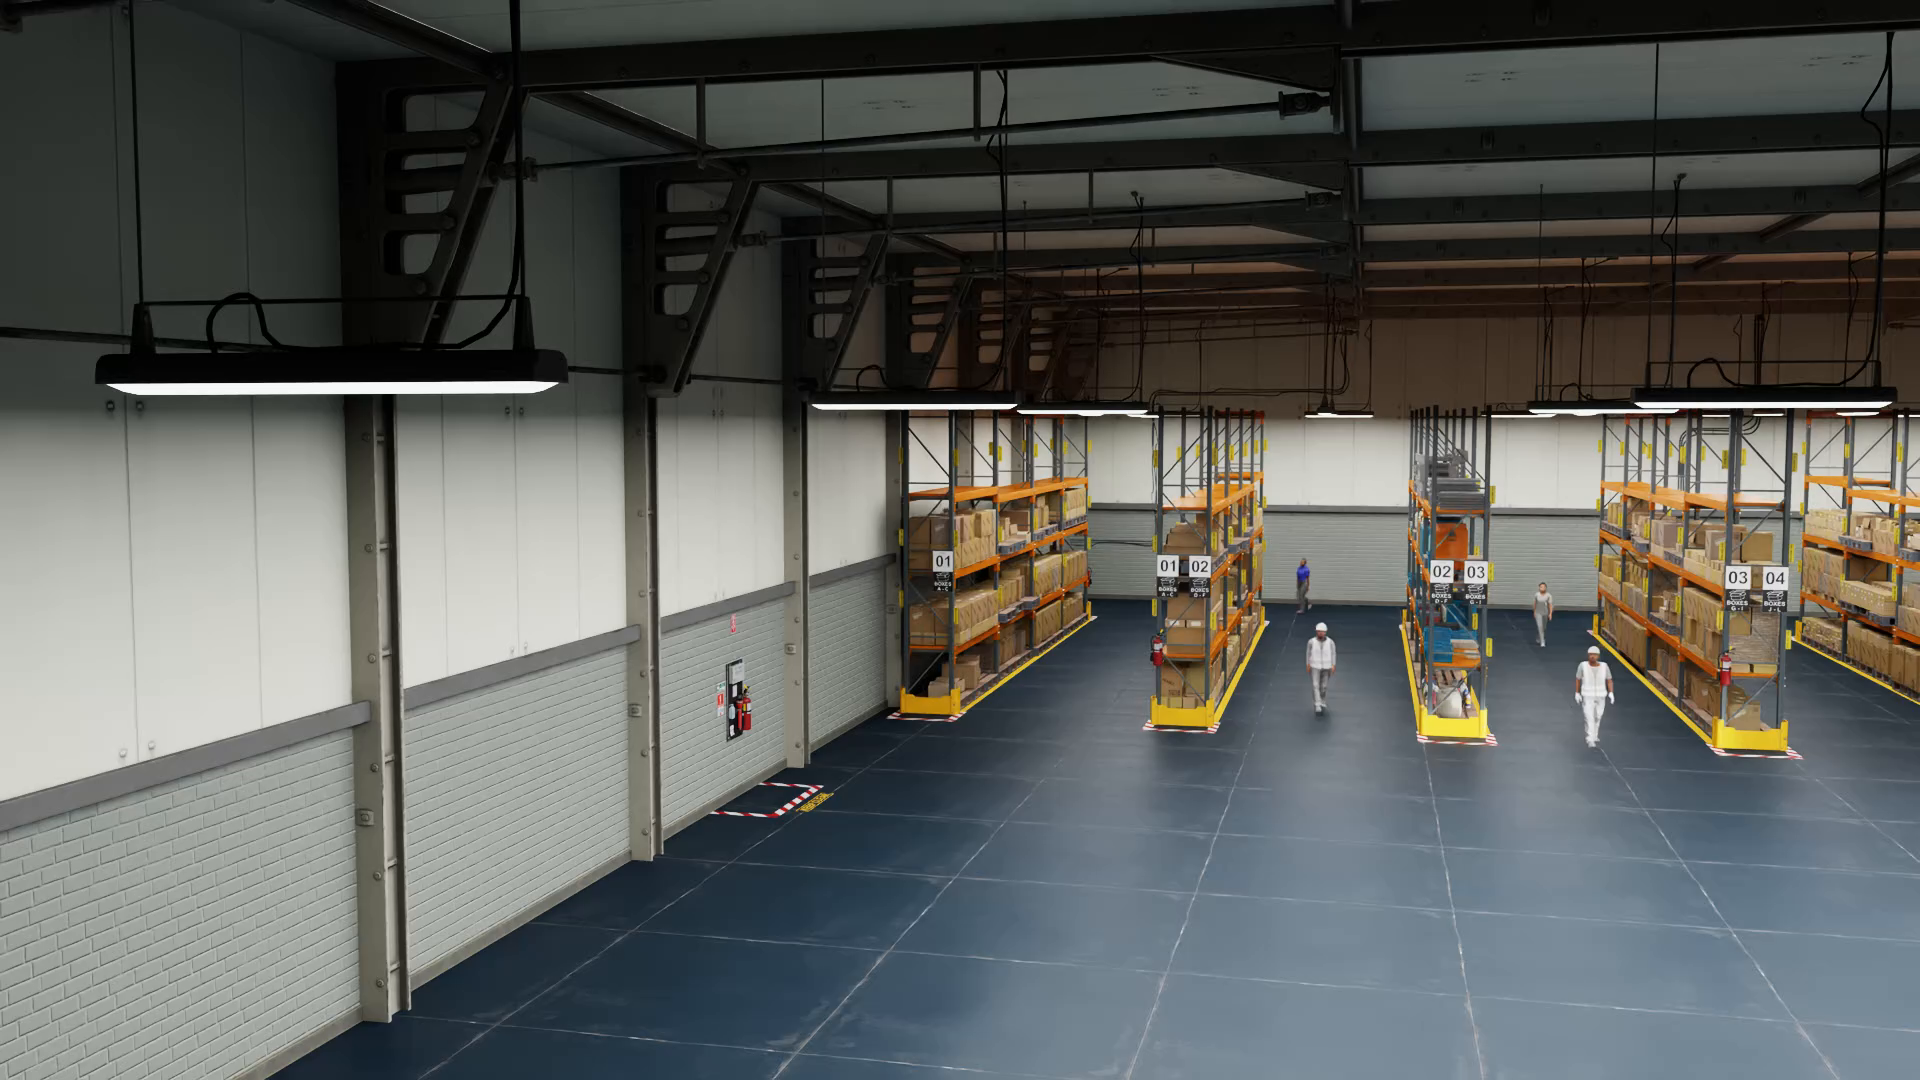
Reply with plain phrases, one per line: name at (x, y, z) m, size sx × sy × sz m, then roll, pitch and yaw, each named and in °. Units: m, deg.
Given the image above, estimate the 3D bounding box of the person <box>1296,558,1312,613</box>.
person at (10.241, 1.344, 49.429) m, size 0.672 × 1.635 × 0.451 m, roll -2°, pitch 5°, yaw -26°

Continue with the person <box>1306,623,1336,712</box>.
person at (7.113, 2.494, 32.700) m, size 0.559 × 1.724 × 1.001 m, roll 0°, pitch 4°, yaw 4°

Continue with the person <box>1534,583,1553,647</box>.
person at (14.807, 1.880, 42.192) m, size 0.424 × 1.604 × 1.084 m, roll 0°, pitch 4°, yaw 3°

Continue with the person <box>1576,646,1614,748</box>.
person at (11.141, 2.741, 29.158) m, size 0.580 × 1.736 × 1.014 m, roll 1°, pitch 4°, yaw 9°
